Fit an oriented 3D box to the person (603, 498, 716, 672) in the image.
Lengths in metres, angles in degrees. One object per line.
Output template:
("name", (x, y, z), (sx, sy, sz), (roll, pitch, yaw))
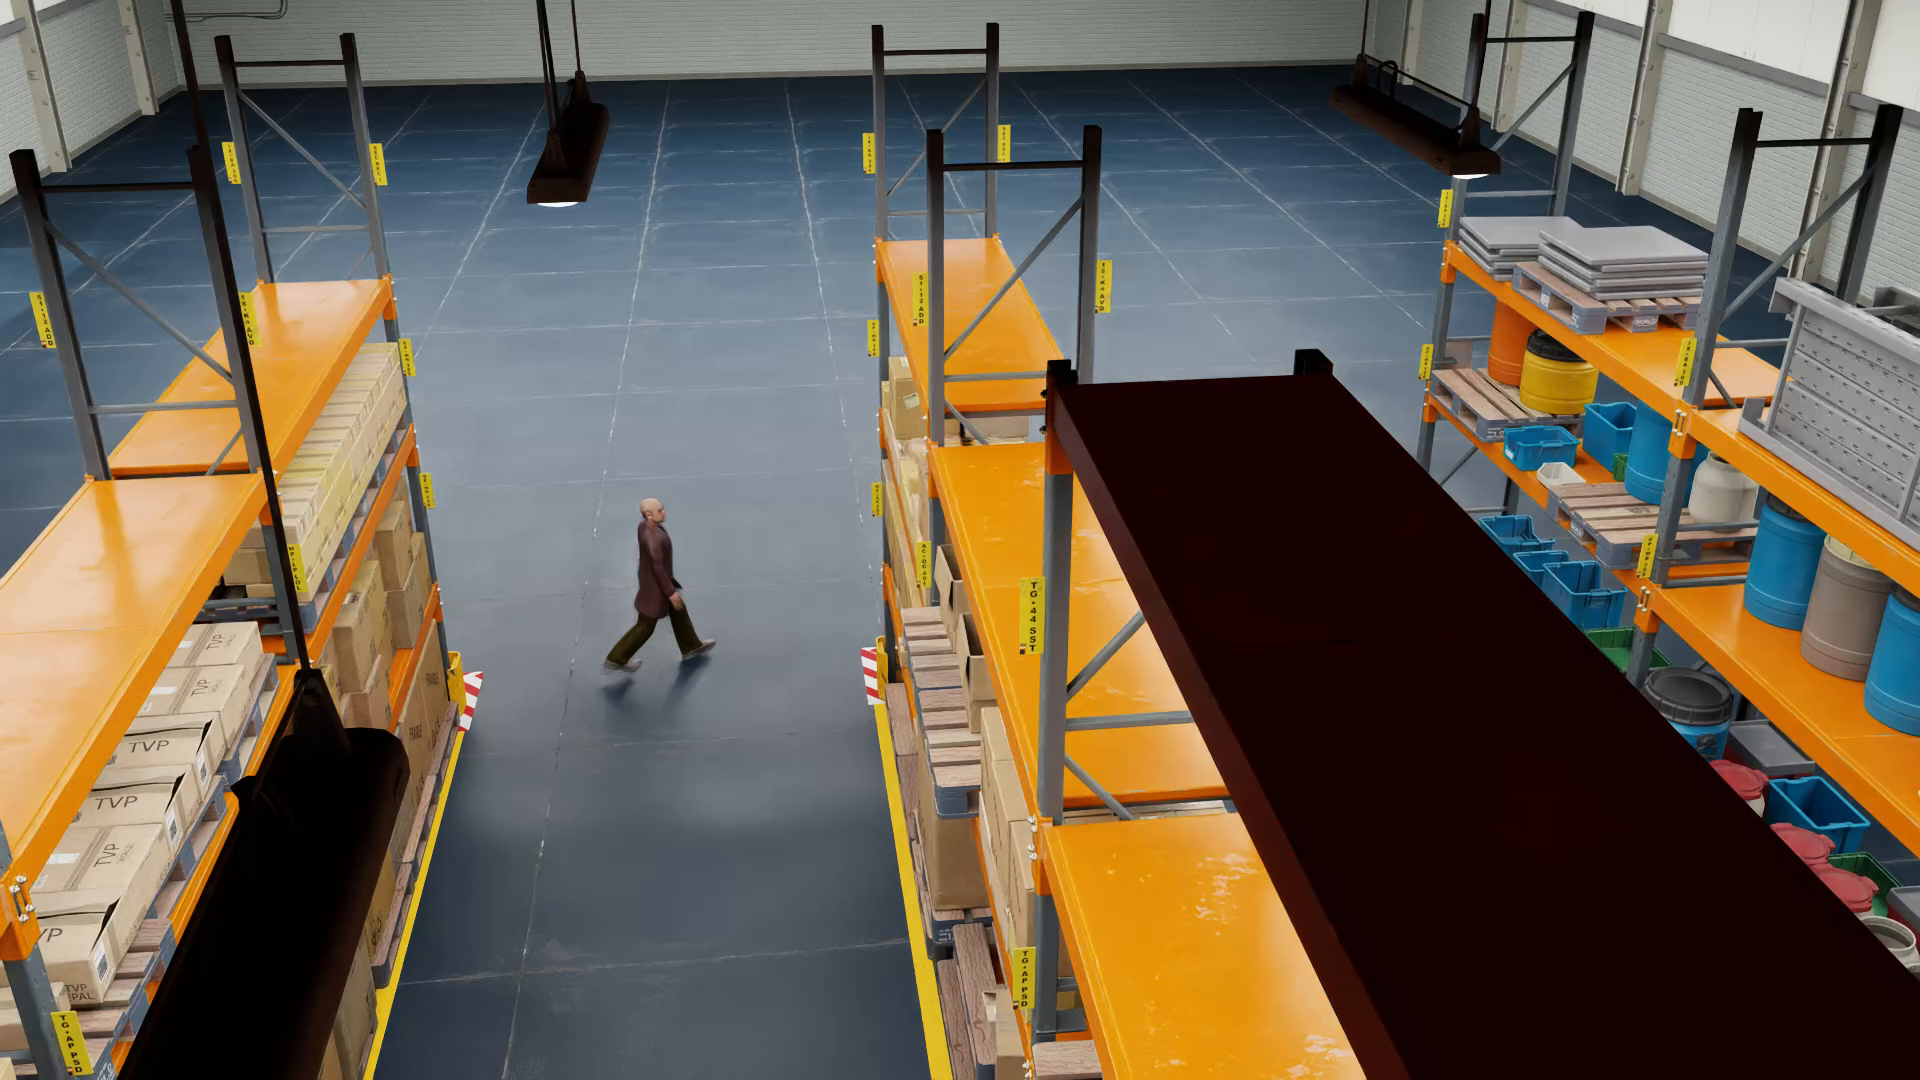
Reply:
("person", (-2.860, 0.425, 15.593), (1.137, 1.730, 0.646), (-11, 28, -22))
